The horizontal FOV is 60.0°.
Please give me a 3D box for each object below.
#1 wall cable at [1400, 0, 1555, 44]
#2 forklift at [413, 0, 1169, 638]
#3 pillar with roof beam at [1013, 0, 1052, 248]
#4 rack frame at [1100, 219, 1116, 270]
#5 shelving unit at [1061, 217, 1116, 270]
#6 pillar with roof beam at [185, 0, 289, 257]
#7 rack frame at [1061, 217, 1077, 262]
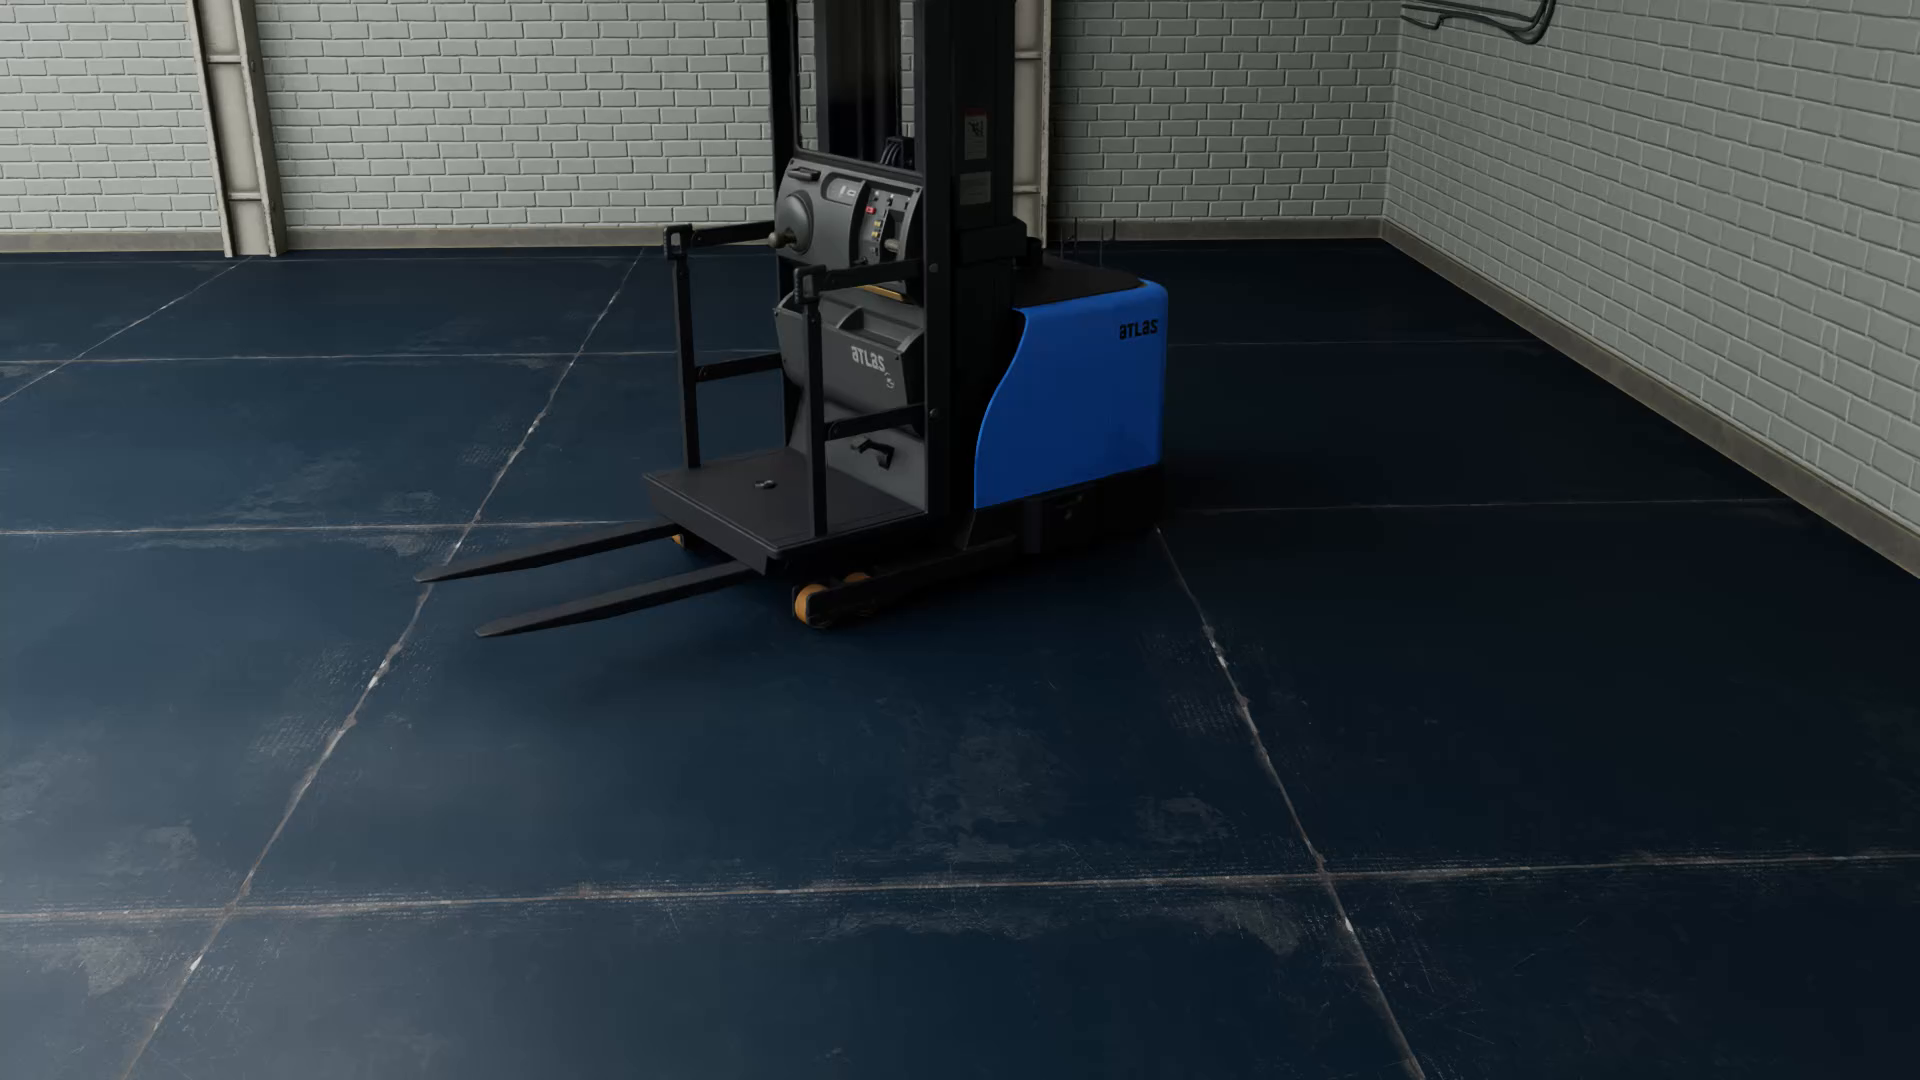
[{"bbox_3d":[3.504,-4.716,11.226,0.112,2.526,3.097,-1,21,-3],"label":"wall cable"},{"bbox_3d":[-0.605,-1.250,6.284,3.031,2.935,1.130,-15,25,-34],"label":"forklift"},{"bbox_3d":[0.733,-5.048,7.733,0.400,9.000,9.100,-1,21,-3],"label":"pillar with roof beam"},{"bbox_3d":[0.671,-0.867,7.712,0.006,1.200,0.240,7,22,18],"label":"rack frame"},{"bbox_3d":[0.585,-0.878,7.741,0.189,1.200,0.258,7,22,18],"label":"shelving unit"},{"bbox_3d":[-5.257,-4.926,7.413,0.400,9.000,9.100,-1,21,-3],"label":"pillar with roof beam"},{"bbox_3d":[0.498,-0.889,7.769,0.006,1.200,0.240,7,22,18],"label":"rack frame"}]
